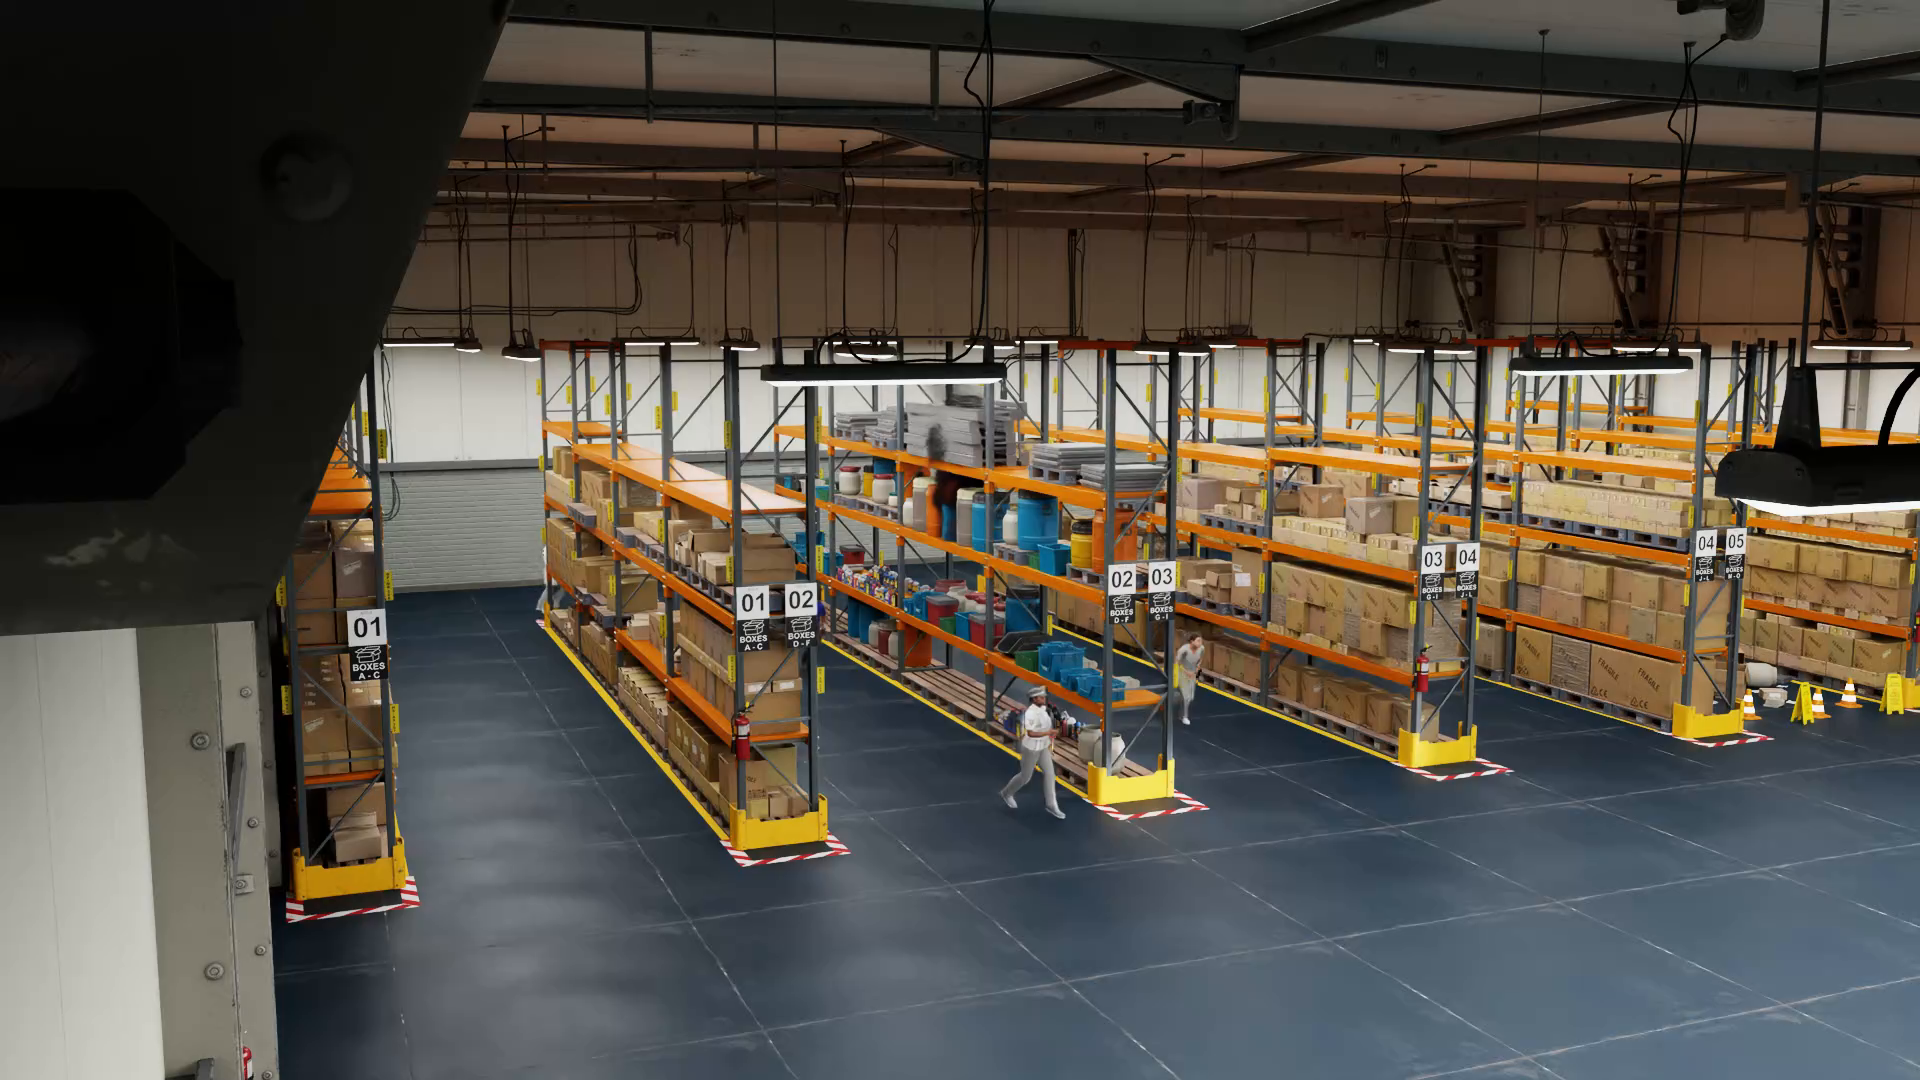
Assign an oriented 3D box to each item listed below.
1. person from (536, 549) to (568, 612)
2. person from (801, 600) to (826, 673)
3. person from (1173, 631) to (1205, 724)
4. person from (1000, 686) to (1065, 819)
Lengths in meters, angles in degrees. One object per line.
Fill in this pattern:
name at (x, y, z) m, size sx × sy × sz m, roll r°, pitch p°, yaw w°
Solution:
person at (-8.867, 0.713, 36.449) m, size 0.897 × 1.736 × 0.731 m, roll 3°, pitch 8°, yaw 21°
person at (-2.662, 1.650, 29.863) m, size 0.555 × 1.610 × 0.660 m, roll -3°, pitch 8°, yaw -23°
person at (3.600, 2.164, 26.443) m, size 0.580 × 1.524 × 0.819 m, roll -4°, pitch 8°, yaw -28°
person at (0.951, 2.696, 21.416) m, size 0.929 × 1.690 × 0.566 m, roll 5°, pitch 9°, yaw 35°
